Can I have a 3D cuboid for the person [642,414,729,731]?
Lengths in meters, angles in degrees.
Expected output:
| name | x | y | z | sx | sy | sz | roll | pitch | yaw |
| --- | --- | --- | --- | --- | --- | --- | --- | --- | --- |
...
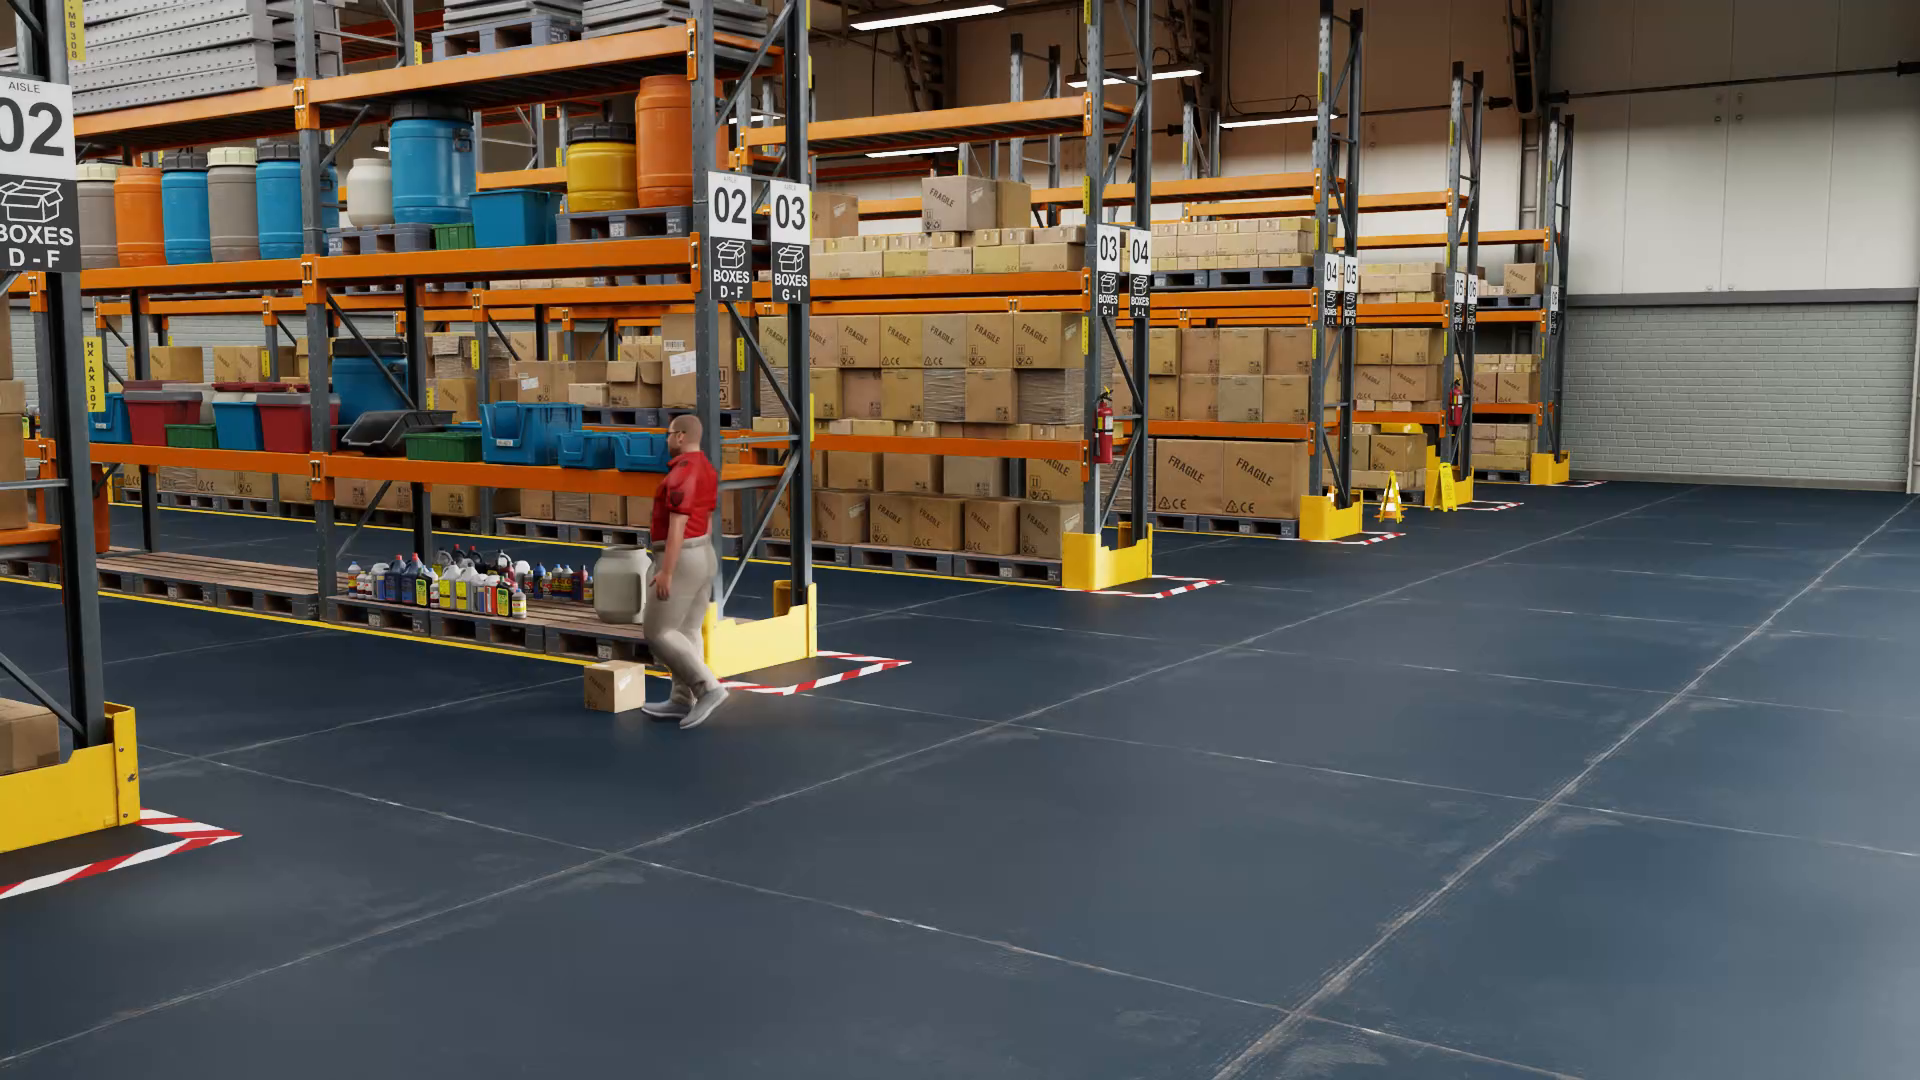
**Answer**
| name | x | y | z | sx | sy | sz | roll | pitch | yaw |
| --- | --- | --- | --- | --- | --- | --- | --- | --- | --- |
| person | -1.551 | 0.165 | 9.324 | 0.543 | 1.738 | 0.554 | 1 | 6 | 9 |
